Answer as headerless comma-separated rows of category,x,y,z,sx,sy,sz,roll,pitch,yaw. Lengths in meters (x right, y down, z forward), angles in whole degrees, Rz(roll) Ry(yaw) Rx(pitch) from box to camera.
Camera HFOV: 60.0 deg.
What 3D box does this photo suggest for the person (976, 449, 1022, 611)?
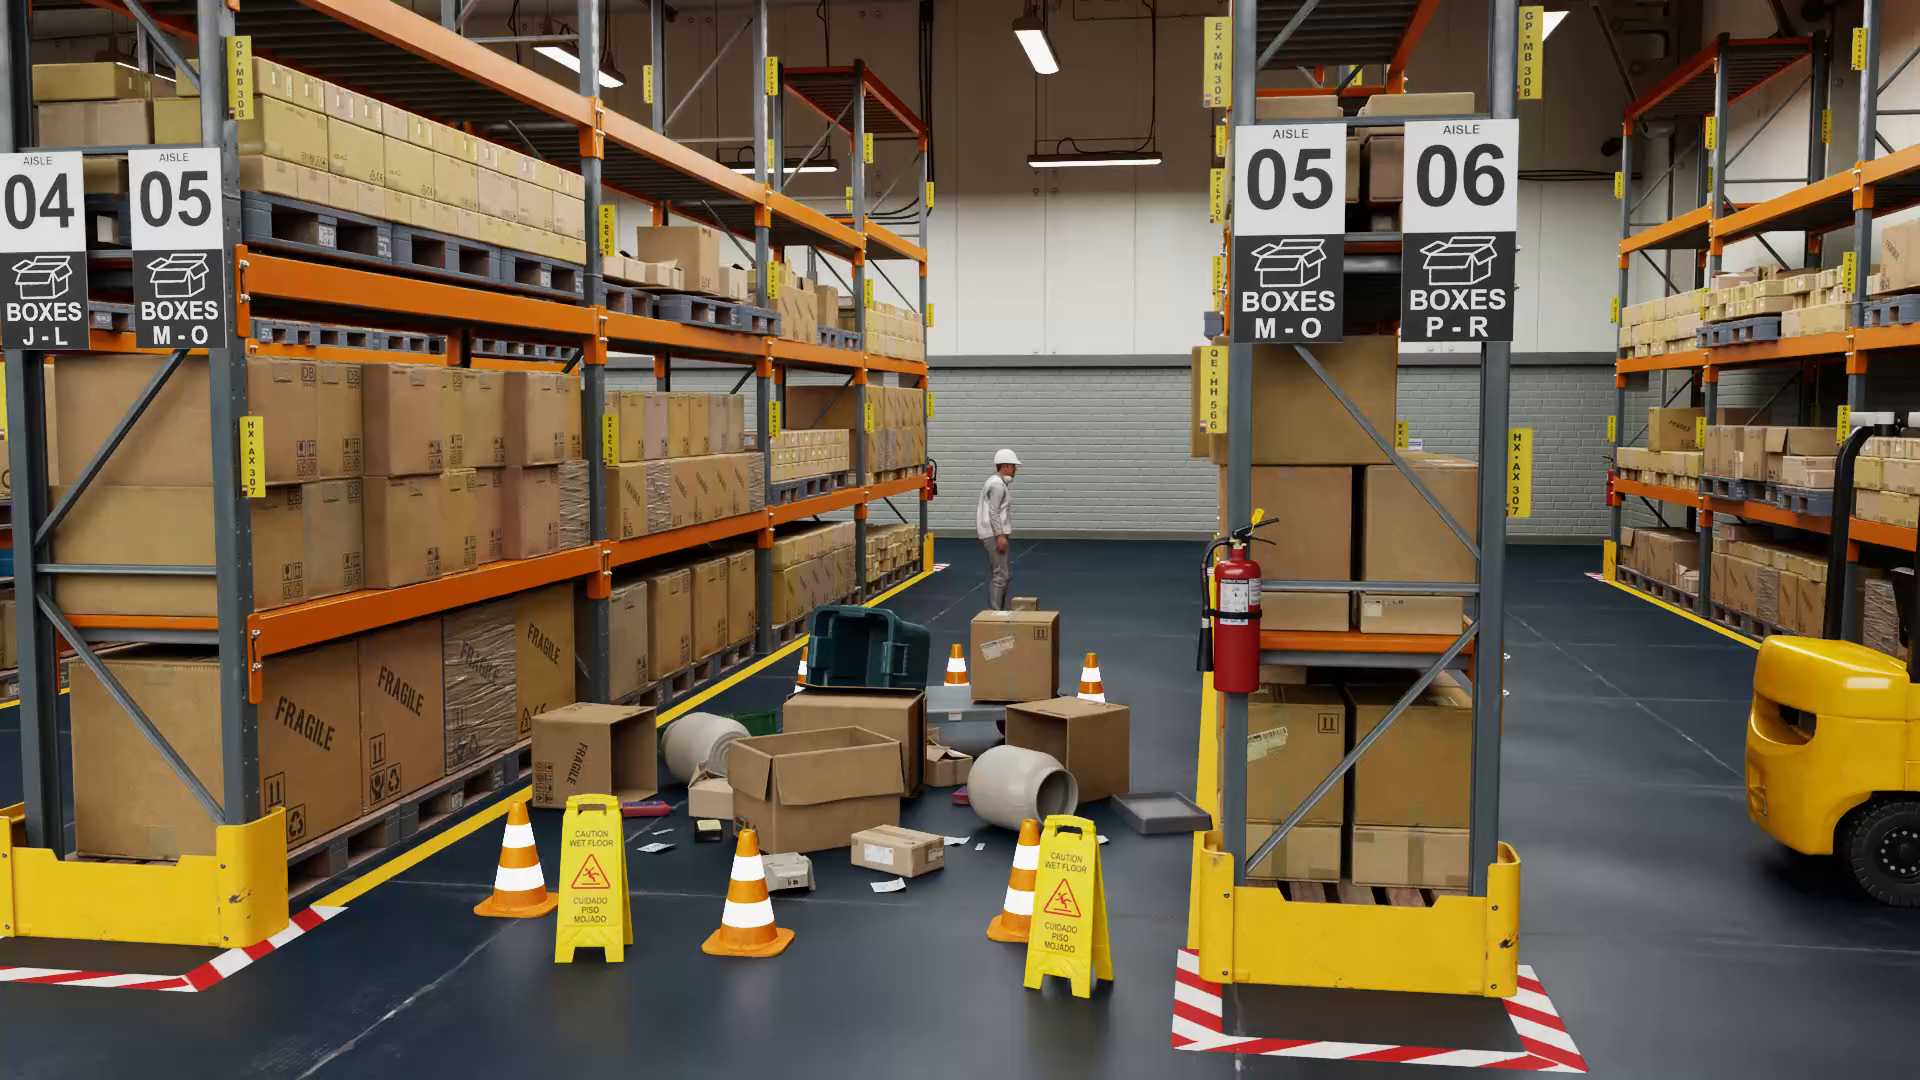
person,0.400,-0.037,16.947,0.465,1.770,0.591,0,4,5
